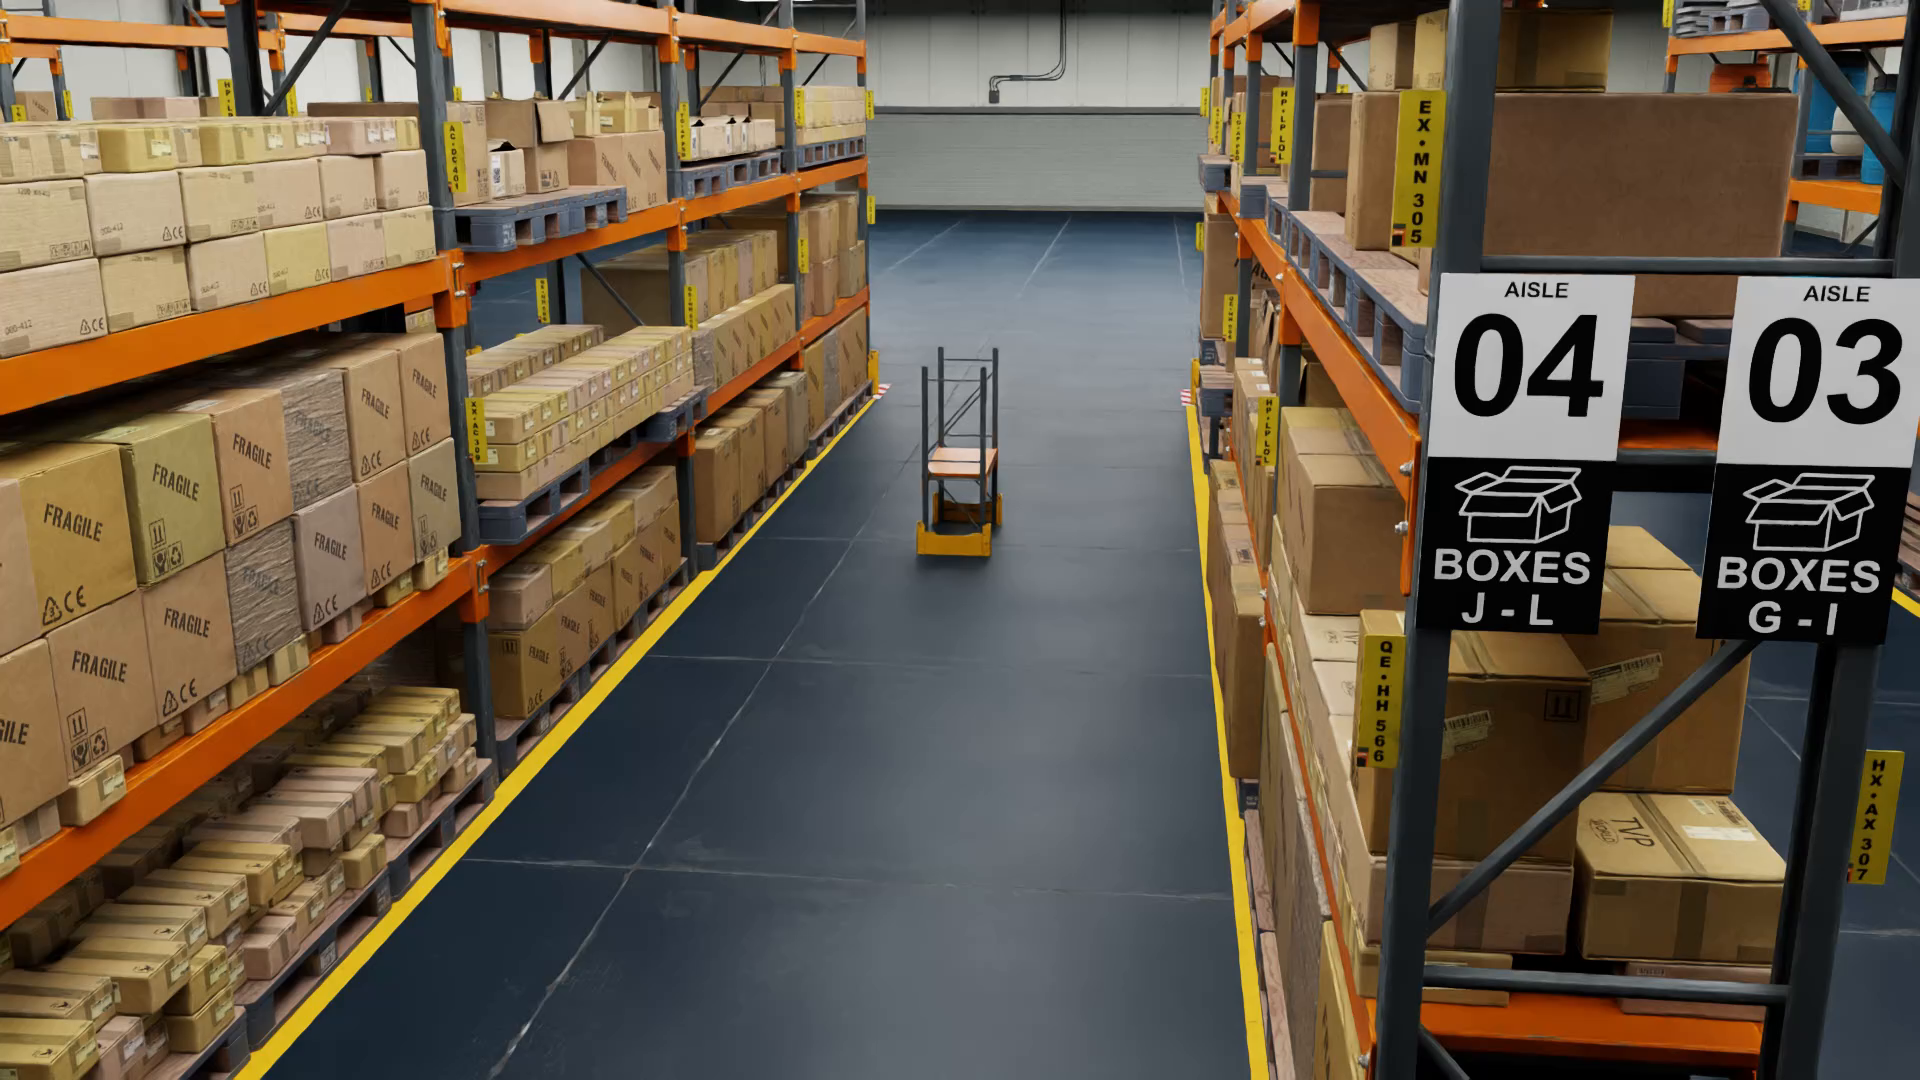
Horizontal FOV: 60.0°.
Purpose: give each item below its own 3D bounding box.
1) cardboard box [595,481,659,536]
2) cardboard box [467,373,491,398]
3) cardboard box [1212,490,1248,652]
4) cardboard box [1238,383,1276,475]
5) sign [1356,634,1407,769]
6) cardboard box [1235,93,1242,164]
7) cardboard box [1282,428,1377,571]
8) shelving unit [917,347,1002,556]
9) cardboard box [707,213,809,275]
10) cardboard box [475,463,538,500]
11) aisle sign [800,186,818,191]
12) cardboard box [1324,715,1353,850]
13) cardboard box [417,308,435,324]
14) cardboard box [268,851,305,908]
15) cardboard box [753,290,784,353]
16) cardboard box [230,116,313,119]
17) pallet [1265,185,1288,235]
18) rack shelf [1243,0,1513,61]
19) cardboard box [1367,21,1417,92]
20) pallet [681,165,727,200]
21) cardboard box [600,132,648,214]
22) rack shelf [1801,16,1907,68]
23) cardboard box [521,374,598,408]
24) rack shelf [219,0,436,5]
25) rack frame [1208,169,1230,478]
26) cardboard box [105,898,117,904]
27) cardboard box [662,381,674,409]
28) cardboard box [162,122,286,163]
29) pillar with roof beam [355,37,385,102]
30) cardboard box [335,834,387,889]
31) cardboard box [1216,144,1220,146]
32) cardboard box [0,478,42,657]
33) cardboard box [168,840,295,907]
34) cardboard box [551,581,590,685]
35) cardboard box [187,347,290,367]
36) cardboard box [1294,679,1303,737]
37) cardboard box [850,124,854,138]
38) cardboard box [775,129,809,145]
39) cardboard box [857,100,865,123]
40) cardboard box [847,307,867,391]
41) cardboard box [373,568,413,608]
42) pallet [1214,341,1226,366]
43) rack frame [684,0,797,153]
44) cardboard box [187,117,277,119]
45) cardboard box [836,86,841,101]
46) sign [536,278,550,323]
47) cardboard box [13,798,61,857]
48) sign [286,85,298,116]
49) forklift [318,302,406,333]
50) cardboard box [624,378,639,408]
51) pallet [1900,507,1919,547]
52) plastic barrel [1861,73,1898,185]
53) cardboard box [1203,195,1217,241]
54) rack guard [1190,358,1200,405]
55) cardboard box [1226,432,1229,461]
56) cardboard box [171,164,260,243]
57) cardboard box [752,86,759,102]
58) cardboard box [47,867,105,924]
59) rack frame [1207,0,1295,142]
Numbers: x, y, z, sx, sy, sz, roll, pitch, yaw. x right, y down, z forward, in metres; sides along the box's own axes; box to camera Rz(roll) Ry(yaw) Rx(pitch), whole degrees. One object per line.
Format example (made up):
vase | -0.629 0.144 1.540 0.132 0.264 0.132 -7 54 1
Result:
cardboard box | -2.360 -0.220 11.278 0.500 0.250 0.500 2 15 7
cardboard box | -2.976 -0.888 9.737 0.380 0.149 0.250 1 15 4
cardboard box | 2.213 0.226 10.346 1.225 0.875 0.875 2 15 6
cardboard box | 1.984 -0.670 10.201 0.500 0.500 0.500 1 15 5
sign | 0.980 0.376 3.854 0.100 0.325 0.005 2 15 6
cardboard box | 2.272 -3.008 12.145 0.500 0.500 0.500 2 15 6
cardboard box | 1.597 -0.158 6.780 0.500 0.500 0.500 2 15 6
shelving unit | 0.009 -0.744 13.539 0.587 1.500 1.083 2 15 6
cardboard box | -1.970 -2.904 16.300 0.875 0.550 0.550 2 15 6
cardboard box | -2.447 -0.311 8.743 0.380 0.149 0.250 1 15 4
aisle sign | -1.884 -4.536 19.709 0.394 0.787 0.004 2 15 6
cardboard box | 1.366 0.732 4.925 0.500 0.250 0.500 1 15 5
cardboard box | -6.330 -2.611 19.355 0.380 0.149 0.250 2 15 8
cardboard box | -2.957 1.386 6.877 0.380 0.149 0.250 2 15 9
cardboard box | -1.896 -1.990 15.084 0.500 0.500 0.500 2 15 6
cardboard box | -3.222 -1.882 7.696 0.380 0.149 0.250 1 15 5
pallet | 2.277 -1.904 9.574 1.003 0.211 1.213 2 15 9
rack shelf | 2.194 -2.843 9.082 1.077 0.370 4.000 2 15 6
cardboard box | 1.856 -1.834 6.329 0.500 0.250 0.500 1 15 3
pallet | -2.477 -2.704 12.531 1.213 0.211 1.003 2 15 9
cardboard box | -2.352 -2.389 10.813 0.500 0.500 0.500 2 15 6
rack shelf | 7.567 -3.735 12.379 1.077 0.370 4.000 2 15 6
cardboard box | -2.331 -0.868 9.664 0.380 0.149 0.250 2 15 6
rack shelf | -3.174 -2.170 5.830 1.077 0.370 4.000 2 15 6
rack frame | 2.871 -2.044 15.474 1.000 3.000 0.127 2 15 6
cardboard box | -3.474 1.445 6.657 0.380 0.149 0.250 2 15 9
cardboard box | -2.154 -0.987 11.244 0.380 0.149 0.250 2 15 7
cardboard box | -2.832 -1.525 6.375 0.380 0.149 0.250 2 15 6
pillar with roof beam | -6.799 -9.246 30.615 9.100 9.000 0.400 2 15 6
cardboard box | -2.771 1.413 7.349 0.380 0.149 0.250 2 15 6
cardboard box | 2.690 -3.911 16.157 0.380 0.149 0.250 1 15 5
cardboard box | -3.085 0.113 4.820 0.500 0.500 0.500 2 15 6
cardboard box | -2.874 1.315 6.571 0.380 0.149 0.250 2 15 7
cardboard box | -2.543 0.542 9.896 0.500 0.500 0.500 2 15 9
cardboard box | -3.285 -0.571 7.350 0.500 0.500 0.500 1 15 5
cardboard box | 1.430 0.624 6.090 0.380 0.149 0.250 1 15 5
cardboard box | -1.382 -4.537 18.435 0.380 0.149 0.250 2 15 7
cardboard box | -1.667 -3.878 15.996 0.380 0.149 0.250 1 15 5
cardboard box | -1.372 -4.888 18.969 0.500 0.250 0.500 2 15 7
cardboard box | -1.605 -2.253 19.512 0.875 0.875 0.875 2 15 7
cardboard box | -2.758 0.199 7.662 0.380 0.149 0.250 2 15 8
pallet | 2.603 -1.428 13.565 1.003 0.211 1.213 2 15 6
rack frame | -2.046 -5.112 15.328 1.000 3.000 0.127 2 15 6
cardboard box | -3.286 -1.813 7.438 0.380 0.149 0.250 1 15 4
cardboard box | -1.467 -4.723 17.594 0.380 0.149 0.250 2 15 7
sign | -3.049 -1.753 12.180 0.100 0.325 0.005 2 15 6
cardboard box | -3.050 0.876 5.157 0.380 0.149 0.250 2 15 8
sign | -6.424 -4.208 15.986 0.100 0.325 0.005 2 15 6
forklift | -5.485 -1.595 13.944 3.031 2.935 1.130 2 15 7
cardboard box | -2.244 -0.927 10.452 0.380 0.149 0.250 2 15 8
pallet | 7.607 -0.030 13.367 1.003 0.211 1.213 2 15 6
plastic barrel | 7.951 -3.450 13.966 0.600 0.901 0.708 2 15 6
cardboard box | 2.926 -3.492 18.151 0.500 0.500 0.500 2 15 6
rack guard | 3.314 -1.855 19.564 1.175 0.500 0.348 2 15 6
cardboard box | 2.645 -0.623 14.164 0.700 0.500 0.500 0 15 1
cardboard box | -2.910 -1.224 6.026 0.500 0.250 0.500 1 15 4
cardboard box | -2.235 -4.478 16.689 0.380 0.149 0.250 2 15 7
cardboard box | -3.536 1.367 6.378 0.380 0.149 0.250 2 15 8
rack frame | 3.323 -5.977 18.527 1.000 3.000 0.127 2 15 6
